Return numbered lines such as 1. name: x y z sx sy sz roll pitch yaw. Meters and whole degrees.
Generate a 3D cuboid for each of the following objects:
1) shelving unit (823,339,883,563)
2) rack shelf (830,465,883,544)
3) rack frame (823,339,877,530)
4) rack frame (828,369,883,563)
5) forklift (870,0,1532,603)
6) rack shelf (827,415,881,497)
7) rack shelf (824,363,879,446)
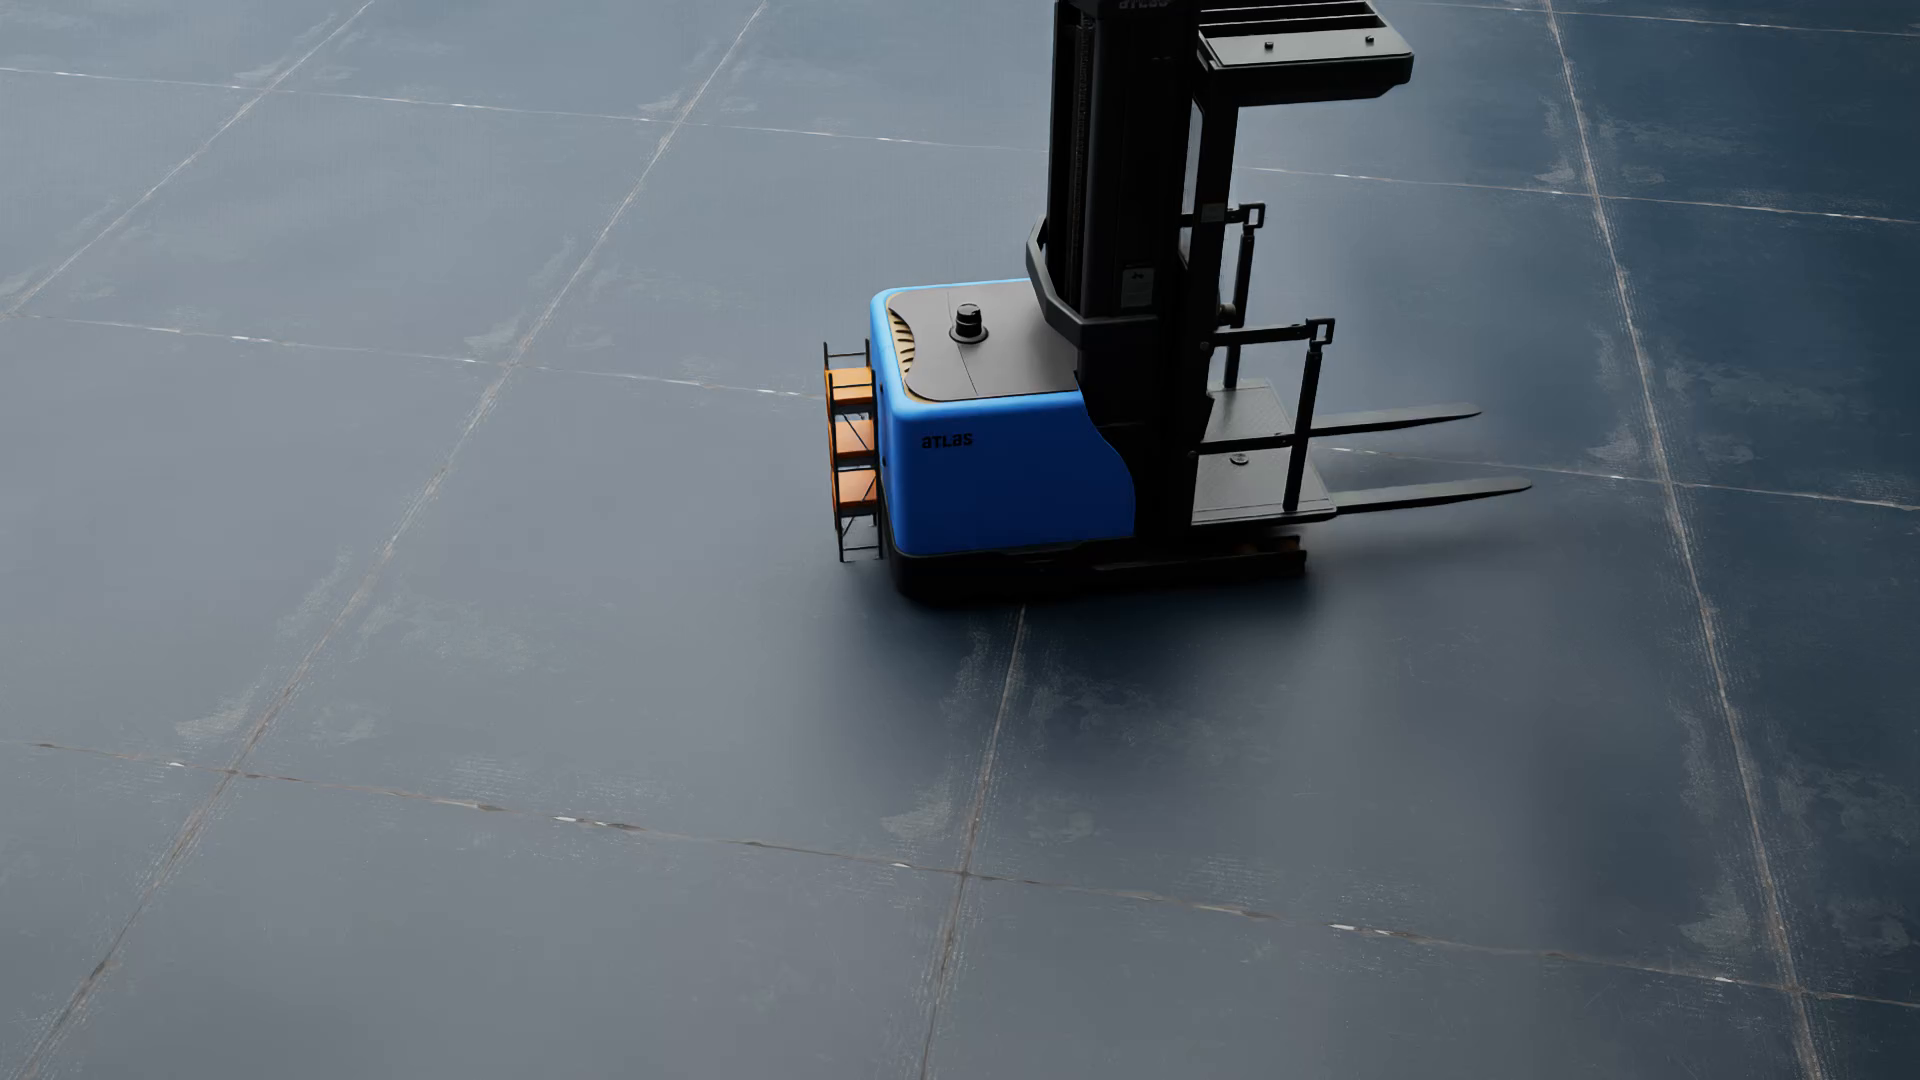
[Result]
1. shelving unit: -0.477 -0.387 7.491 0.215 1.050 0.252 -6 40 -7
2. rack shelf: -0.476 -0.164 7.674 0.215 0.259 0.240 -6 40 -7
3. rack frame: -0.495 -0.464 7.584 0.200 1.050 0.008 -6 40 -7
4. rack frame: -0.458 -0.310 7.398 0.200 1.050 0.008 -6 40 -7
5. forklift: 1.142 -1.276 7.090 3.031 2.935 1.130 -5 40 -7
6. rack shelf: -0.477 -0.379 7.497 0.215 0.259 0.240 -6 40 -7
7. rack shelf: -0.477 -0.597 7.316 0.215 0.259 0.240 -6 40 -7
